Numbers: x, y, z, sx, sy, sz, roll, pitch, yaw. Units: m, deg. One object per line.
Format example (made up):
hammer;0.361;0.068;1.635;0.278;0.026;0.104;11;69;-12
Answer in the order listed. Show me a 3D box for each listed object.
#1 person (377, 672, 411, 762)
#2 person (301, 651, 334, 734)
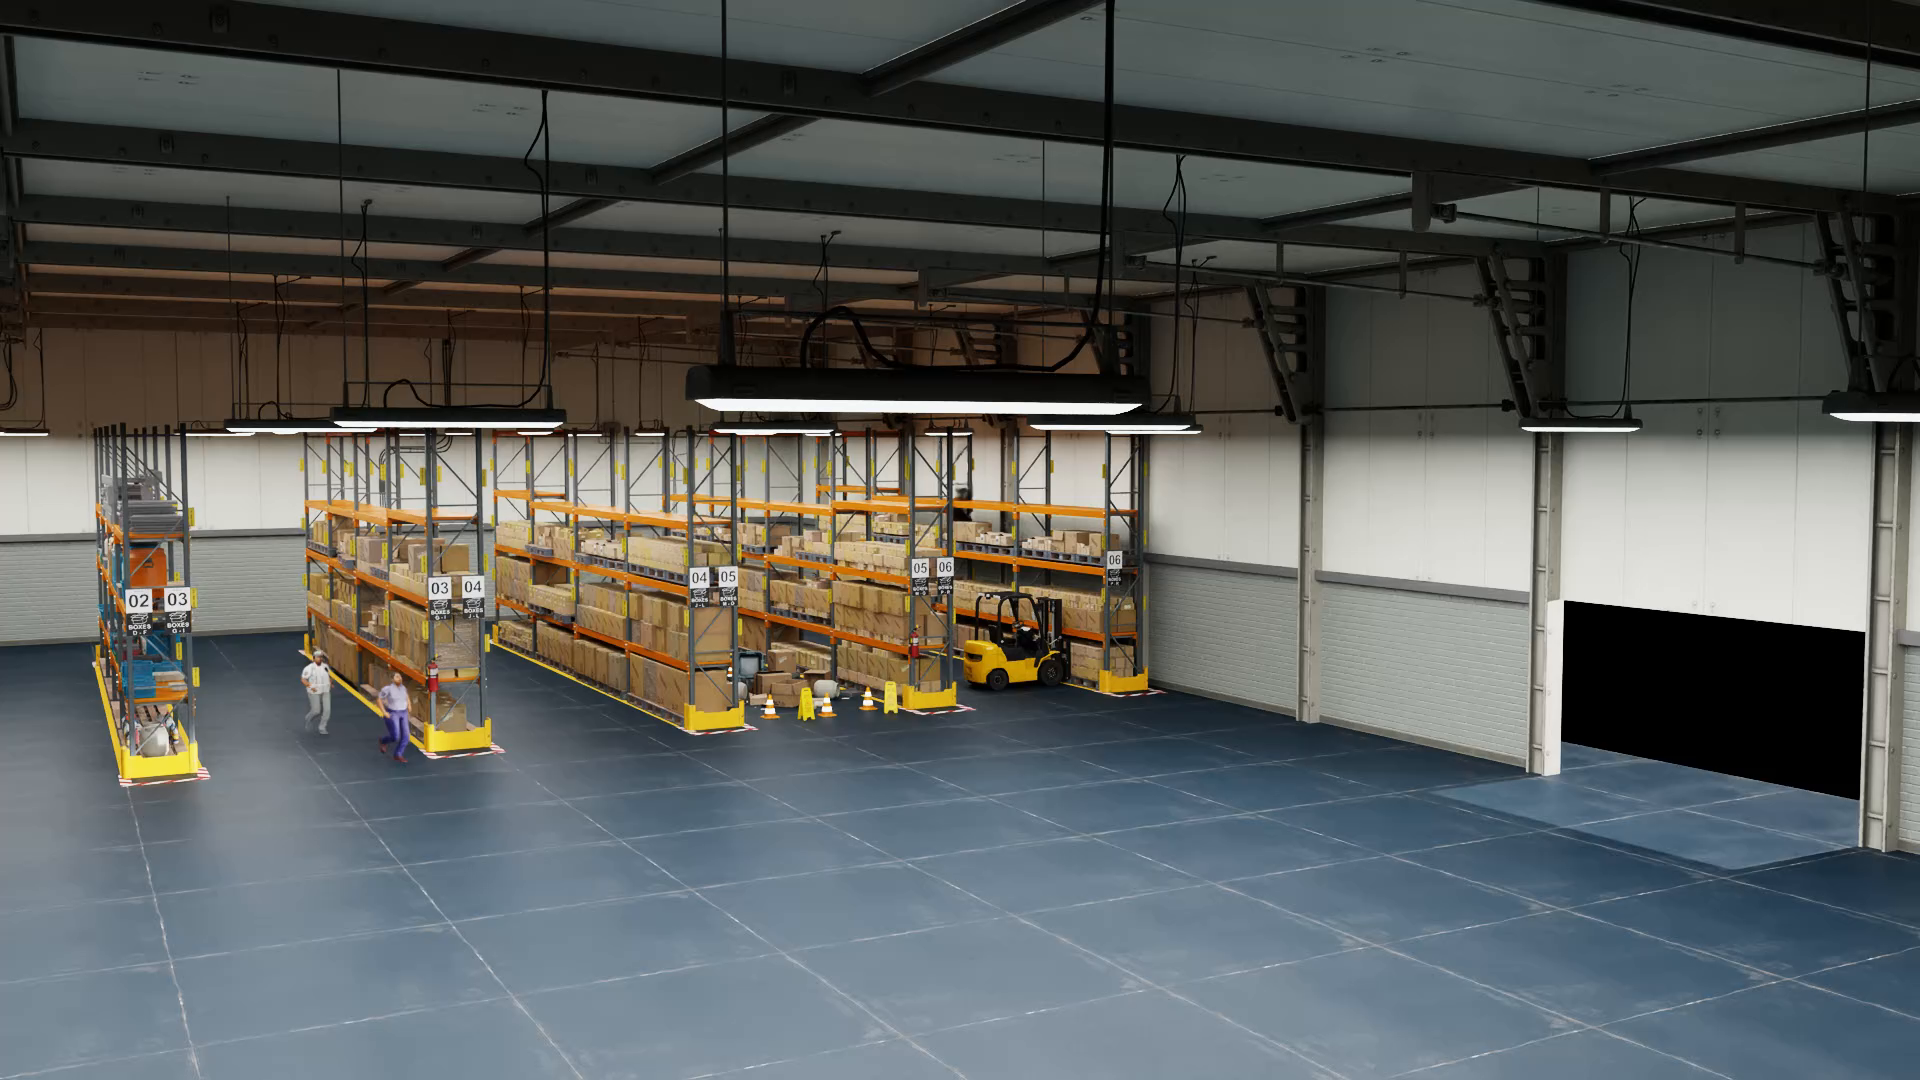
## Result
person;-10.050;3.141;29.594;0.547;1.606;0.645;3;4;37
person;-12.465;2.956;32.315;0.578;1.615;0.605;3;5;44
